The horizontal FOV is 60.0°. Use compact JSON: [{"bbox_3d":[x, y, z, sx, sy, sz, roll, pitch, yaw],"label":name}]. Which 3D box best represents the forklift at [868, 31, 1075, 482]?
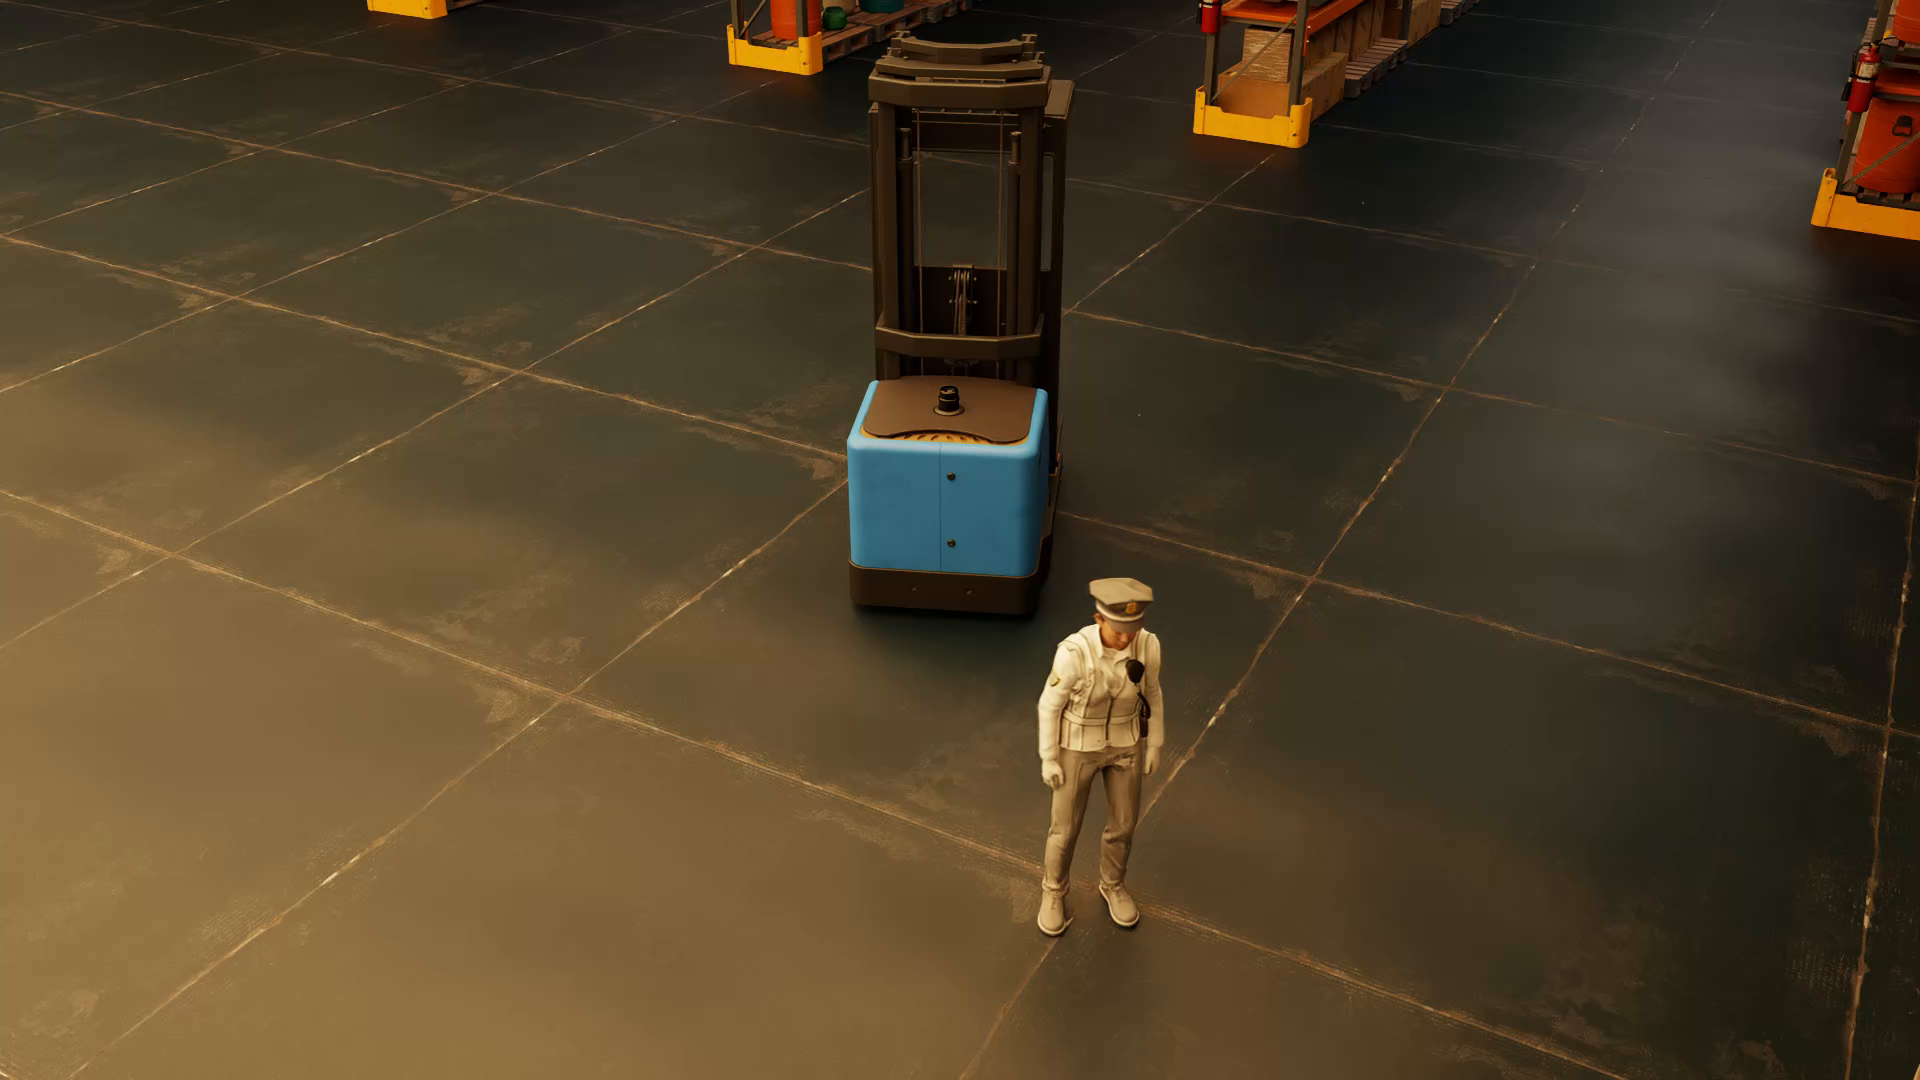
[{"bbox_3d":[0.076,-1.571,9.793,1.121,2.935,3.031,3,30,6],"label":"forklift"}]

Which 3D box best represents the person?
[{"bbox_3d":[0.581,0.871,6.834,0.537,1.661,0.373,-6,31,-10],"label":"person"}]
